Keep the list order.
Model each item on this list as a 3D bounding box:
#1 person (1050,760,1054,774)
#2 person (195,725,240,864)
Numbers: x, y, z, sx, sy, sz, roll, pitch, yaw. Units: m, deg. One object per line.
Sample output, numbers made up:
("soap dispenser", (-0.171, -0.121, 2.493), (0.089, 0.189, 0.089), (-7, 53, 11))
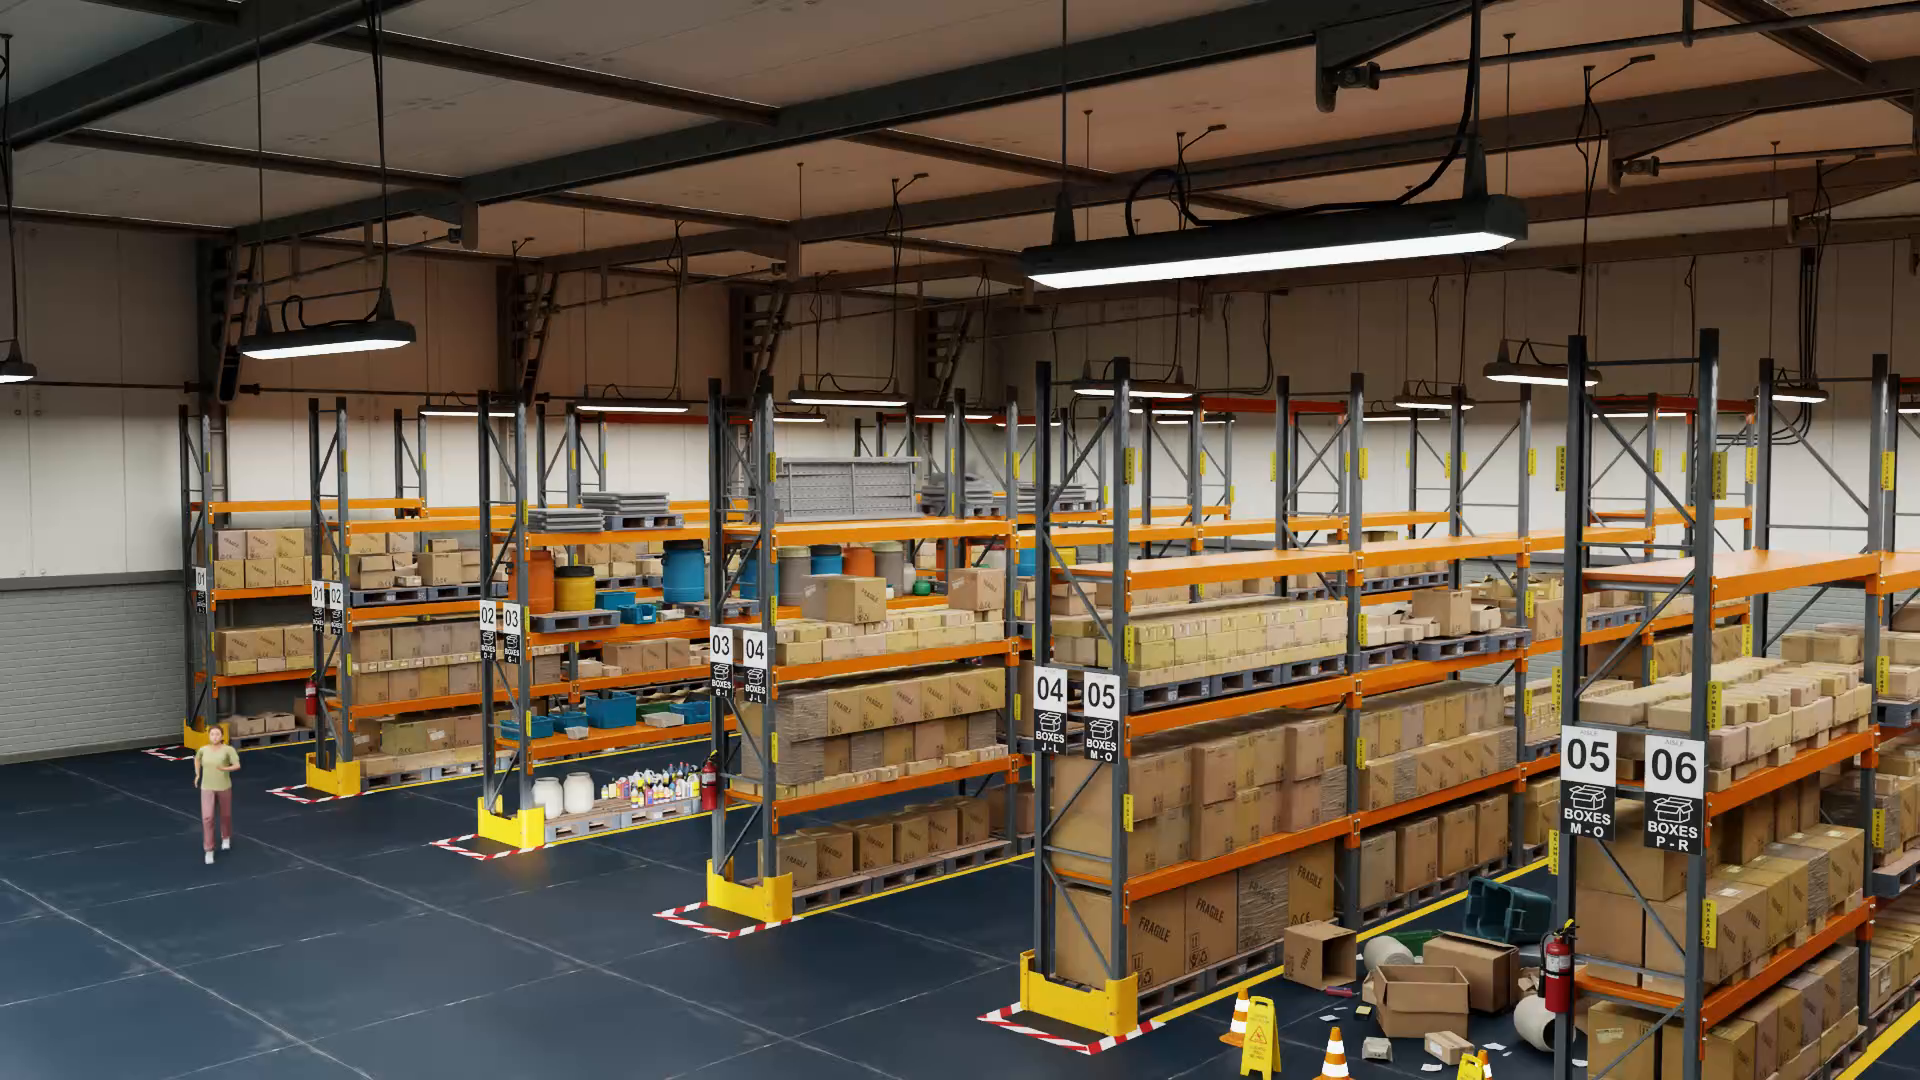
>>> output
("person", (1.440, 2.958, 26.279), (0.614, 1.650, 0.552), (2, 4, 31))
("person", (-9.461, 3.190, 21.169), (0.551, 1.685, 0.919), (-1, 3, -18))
